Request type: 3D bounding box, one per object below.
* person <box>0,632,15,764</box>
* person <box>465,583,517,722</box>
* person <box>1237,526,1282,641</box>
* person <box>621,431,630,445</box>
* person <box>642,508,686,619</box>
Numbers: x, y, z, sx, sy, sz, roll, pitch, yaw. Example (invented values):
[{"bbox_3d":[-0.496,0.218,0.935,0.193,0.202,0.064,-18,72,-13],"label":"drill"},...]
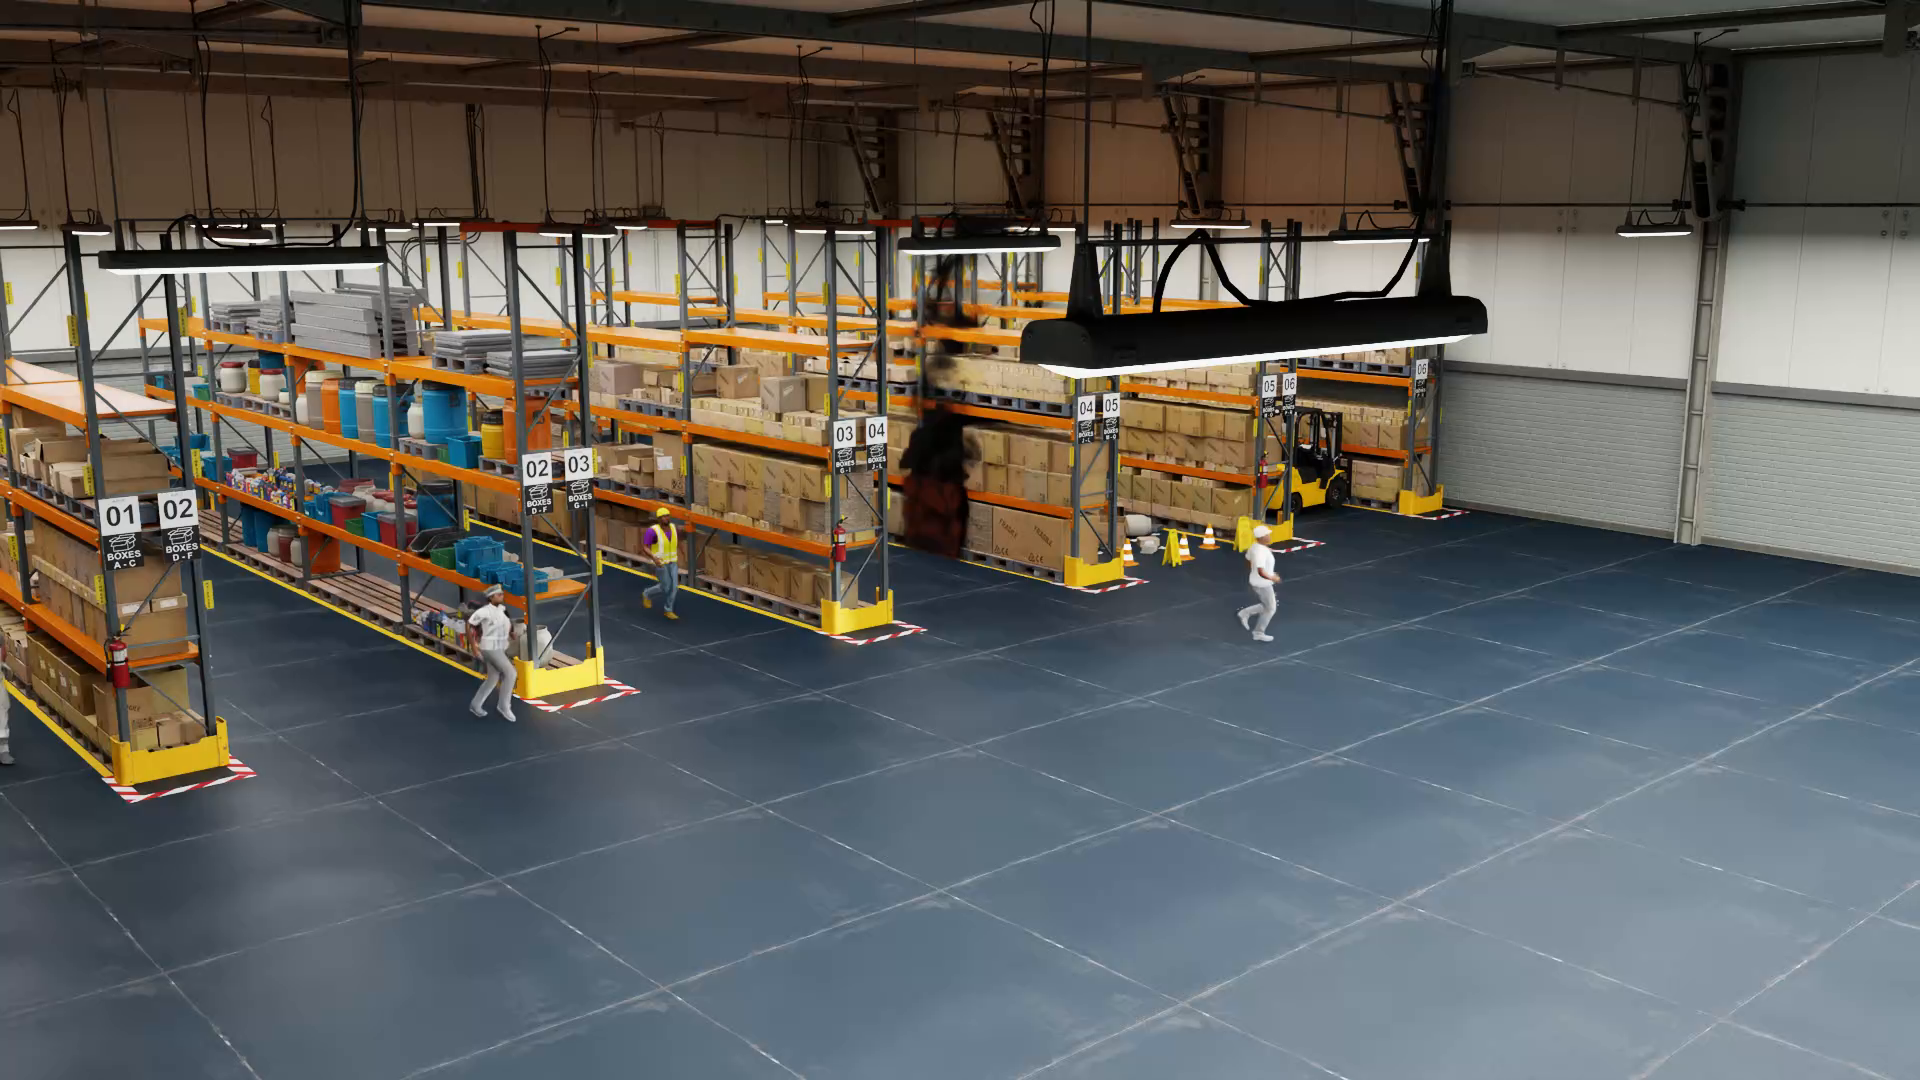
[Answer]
[{"bbox_3d":[-11.254,1.651,19.151,0.985,1.775,0.633,10,15,41],"label":"person"},{"bbox_3d":[-5.800,1.382,20.782,0.677,1.677,0.572,3,12,14],"label":"person"},{"bbox_3d":[4.402,0.636,24.409,0.588,1.720,0.703,0,11,-2],"label":"person"},{"bbox_3d":[-8.271,-2.781,41.383,0.855,1.691,0.629,3,12,13],"label":"person"},{"bbox_3d":[-4.612,0.340,25.860,0.662,1.741,0.698,11,16,43],"label":"person"}]
